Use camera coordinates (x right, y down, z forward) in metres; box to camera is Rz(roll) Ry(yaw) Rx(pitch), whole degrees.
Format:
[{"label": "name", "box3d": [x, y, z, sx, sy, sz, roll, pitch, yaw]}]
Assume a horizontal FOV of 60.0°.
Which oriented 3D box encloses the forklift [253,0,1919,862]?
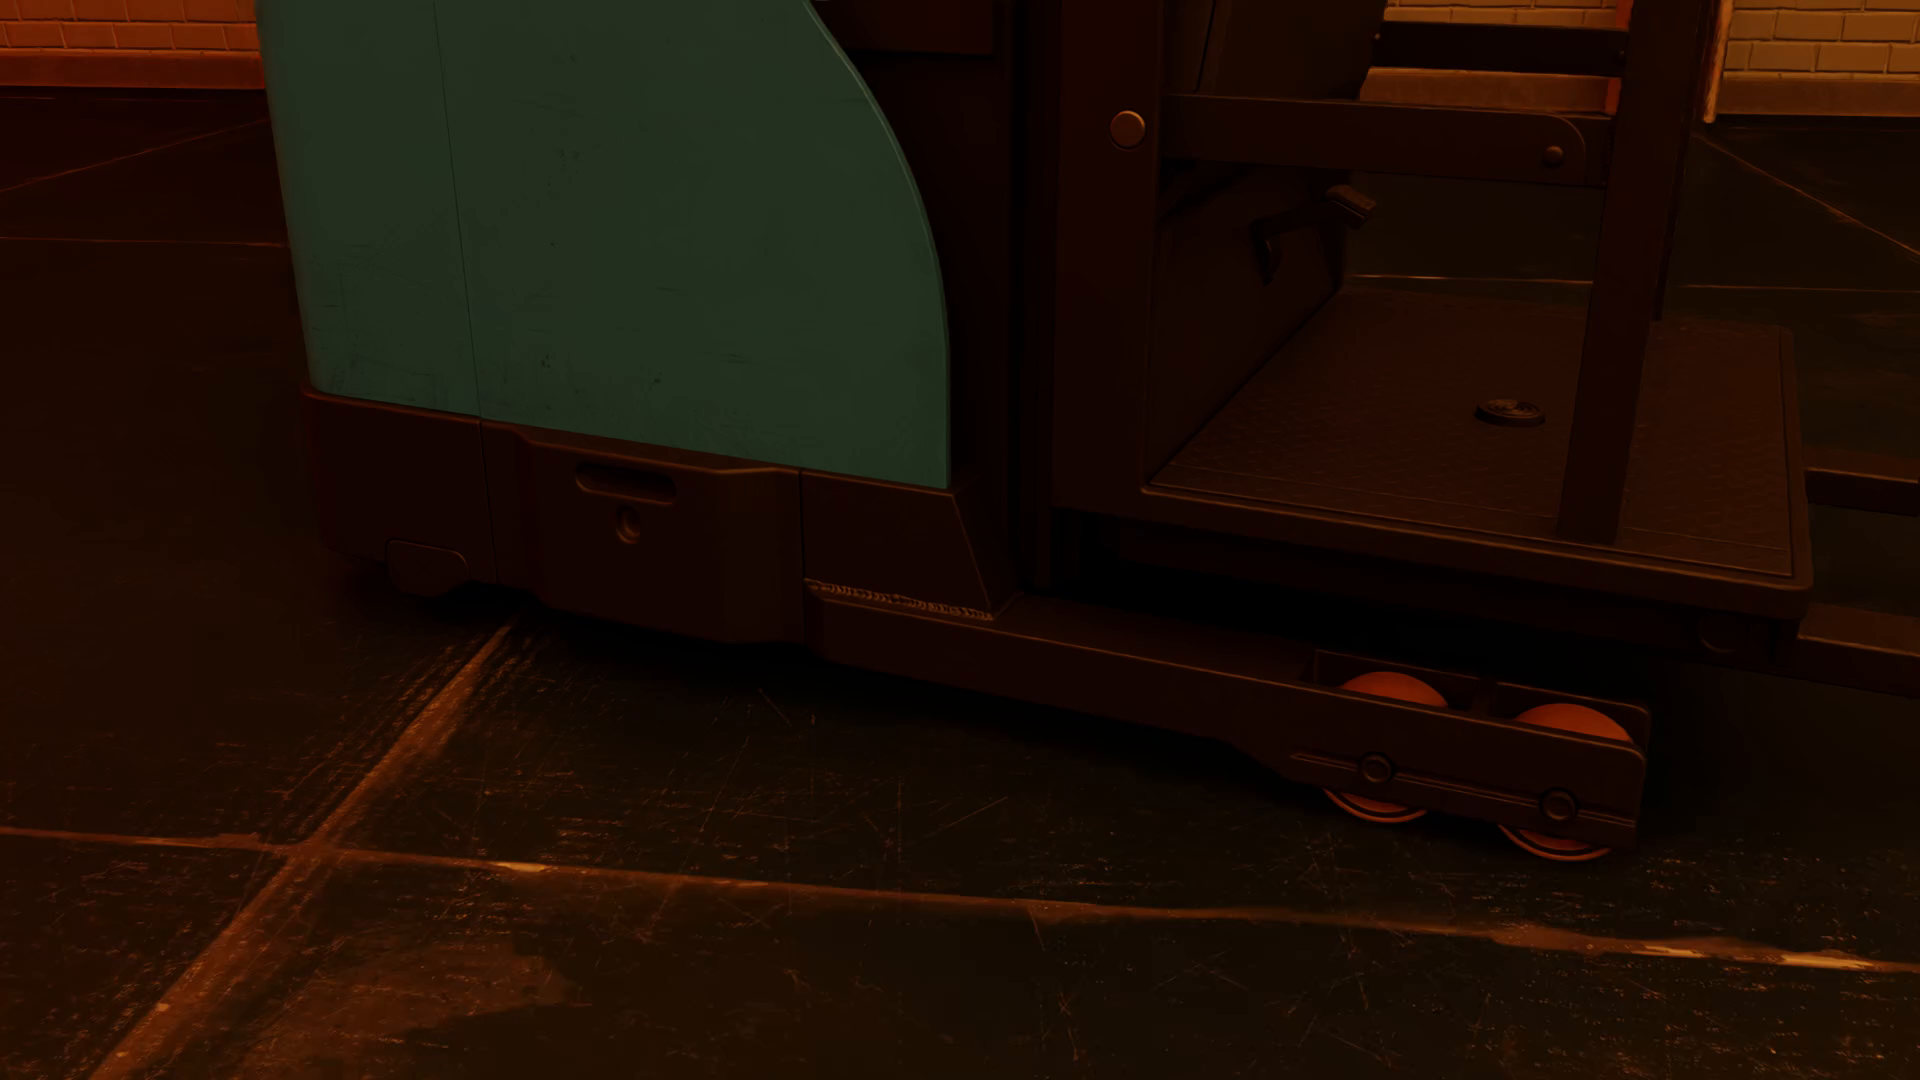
[{"label": "forklift", "box3d": [0.605, -1.236, 1.824, 3.031, 2.935, 1.130, 9, 24, 22]}]
